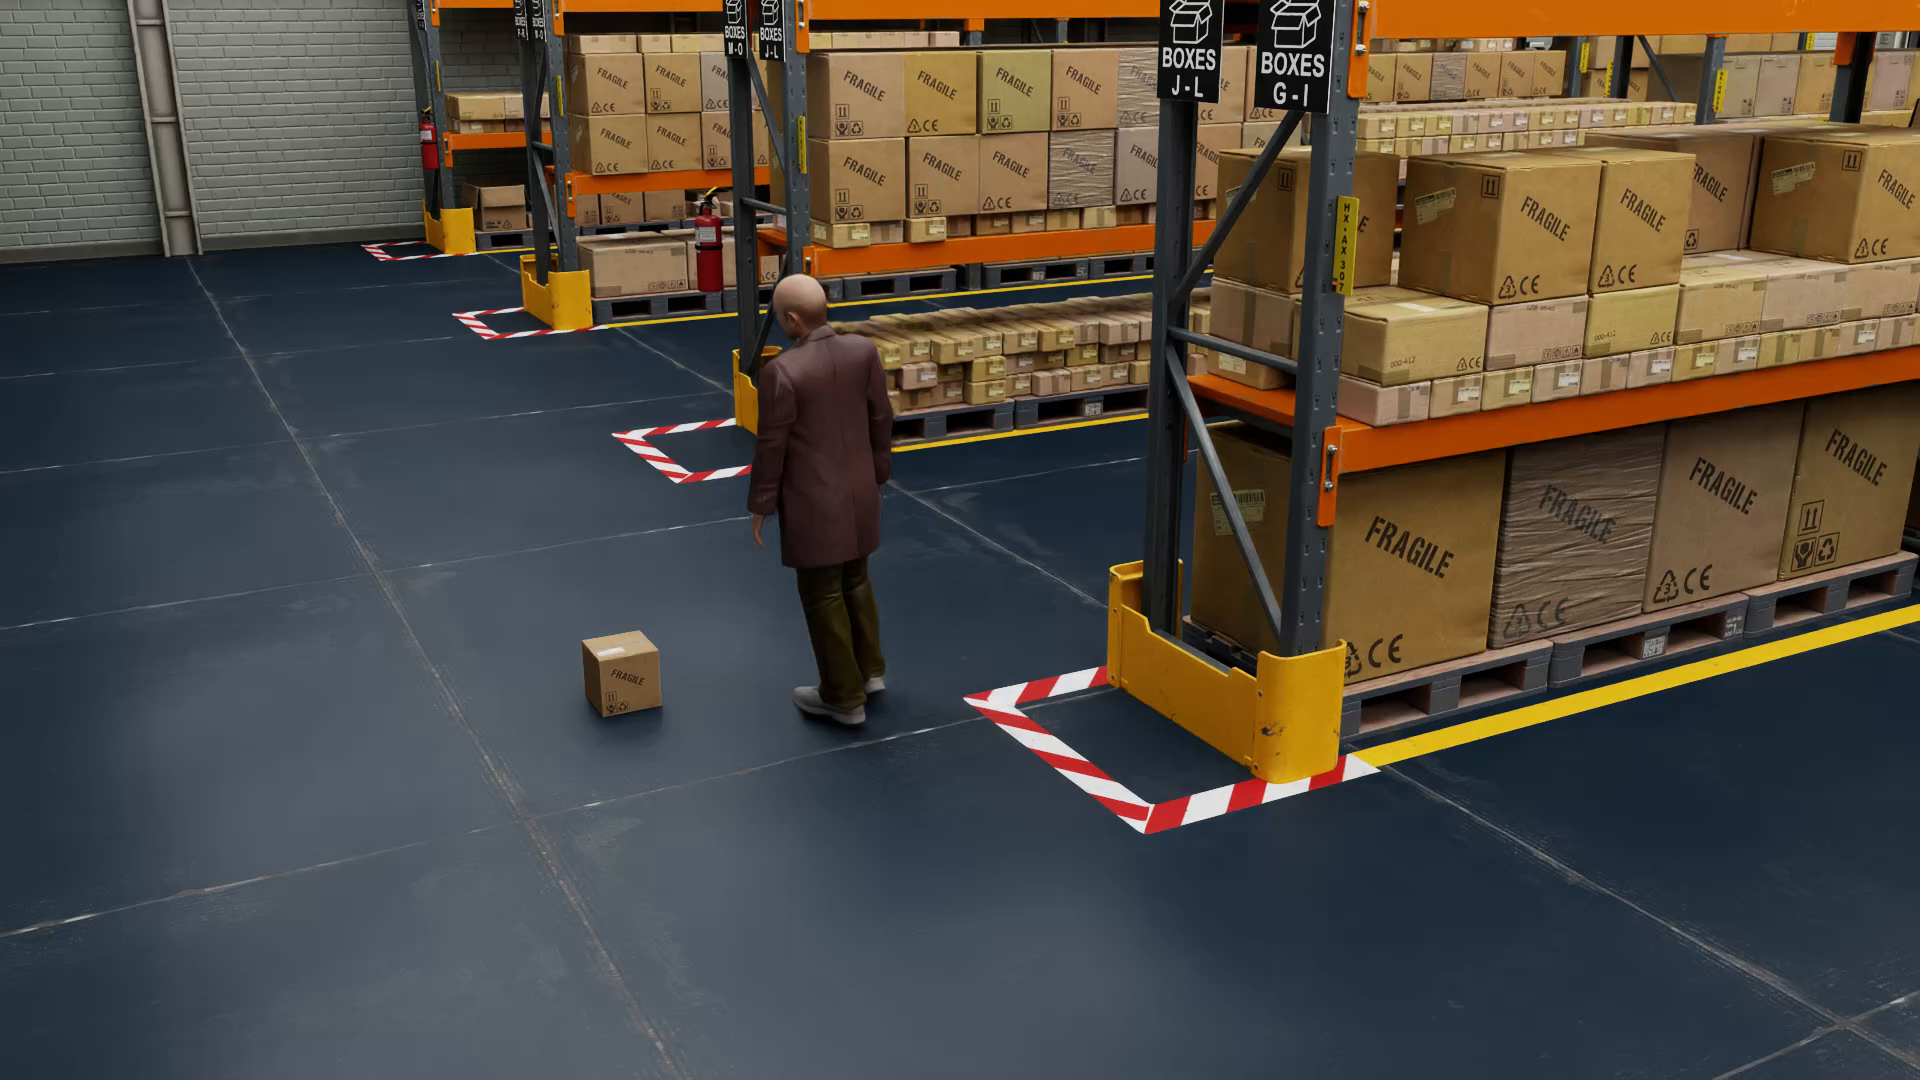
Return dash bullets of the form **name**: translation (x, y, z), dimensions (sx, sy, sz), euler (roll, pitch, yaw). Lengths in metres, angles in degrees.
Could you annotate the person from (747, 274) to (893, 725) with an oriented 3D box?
- **person**: translation (-0.515, -0.141, 6.518), dimensions (0.652, 1.818, 0.456), euler (-16, 24, -40)
